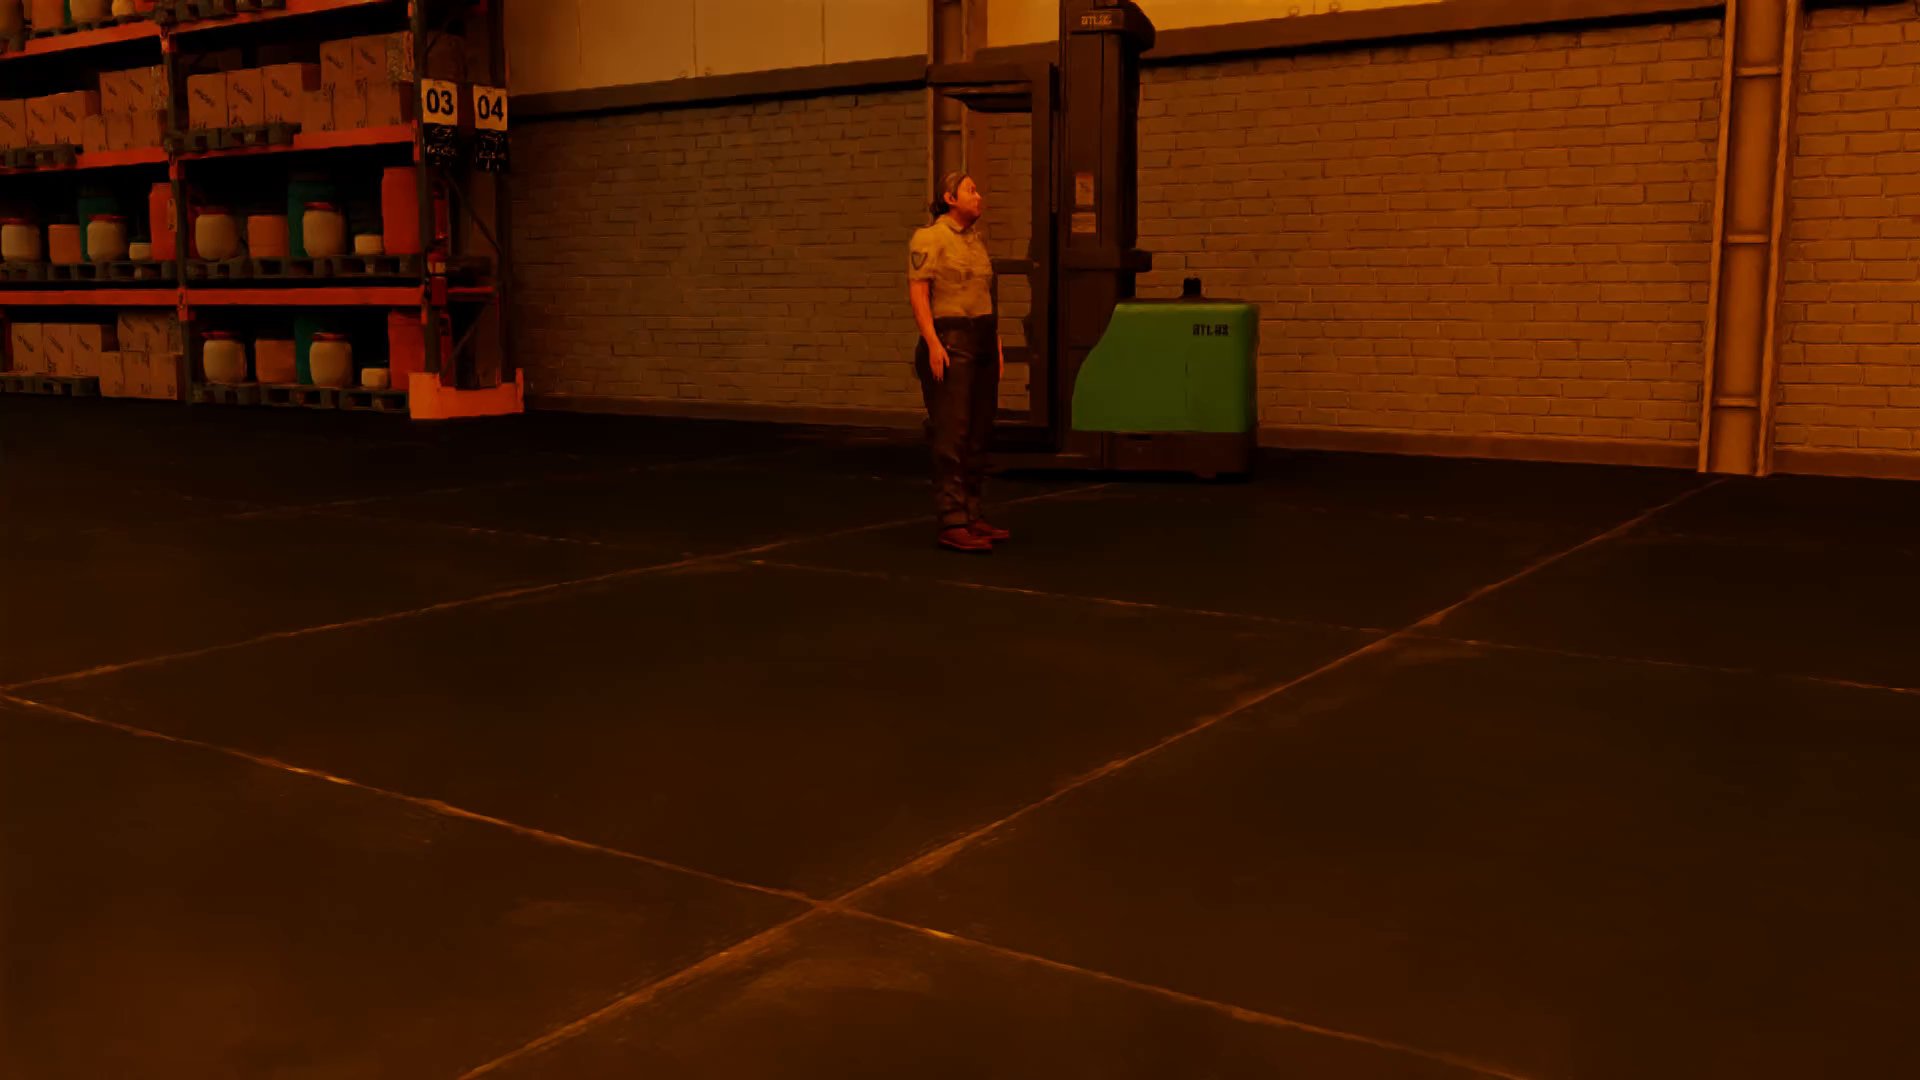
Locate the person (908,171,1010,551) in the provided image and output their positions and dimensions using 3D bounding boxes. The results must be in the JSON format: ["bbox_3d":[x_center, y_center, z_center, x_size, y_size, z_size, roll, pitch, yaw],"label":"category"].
[{"bbox_3d":[0.062,-0.809,7.419,0.502,1.642,0.599,5,10,34],"label":"person"}]

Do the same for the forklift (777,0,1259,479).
[{"bbox_3d":[0.362,-1.901,10.560,3.031,2.935,1.130,2,8,14],"label":"forklift"}]
